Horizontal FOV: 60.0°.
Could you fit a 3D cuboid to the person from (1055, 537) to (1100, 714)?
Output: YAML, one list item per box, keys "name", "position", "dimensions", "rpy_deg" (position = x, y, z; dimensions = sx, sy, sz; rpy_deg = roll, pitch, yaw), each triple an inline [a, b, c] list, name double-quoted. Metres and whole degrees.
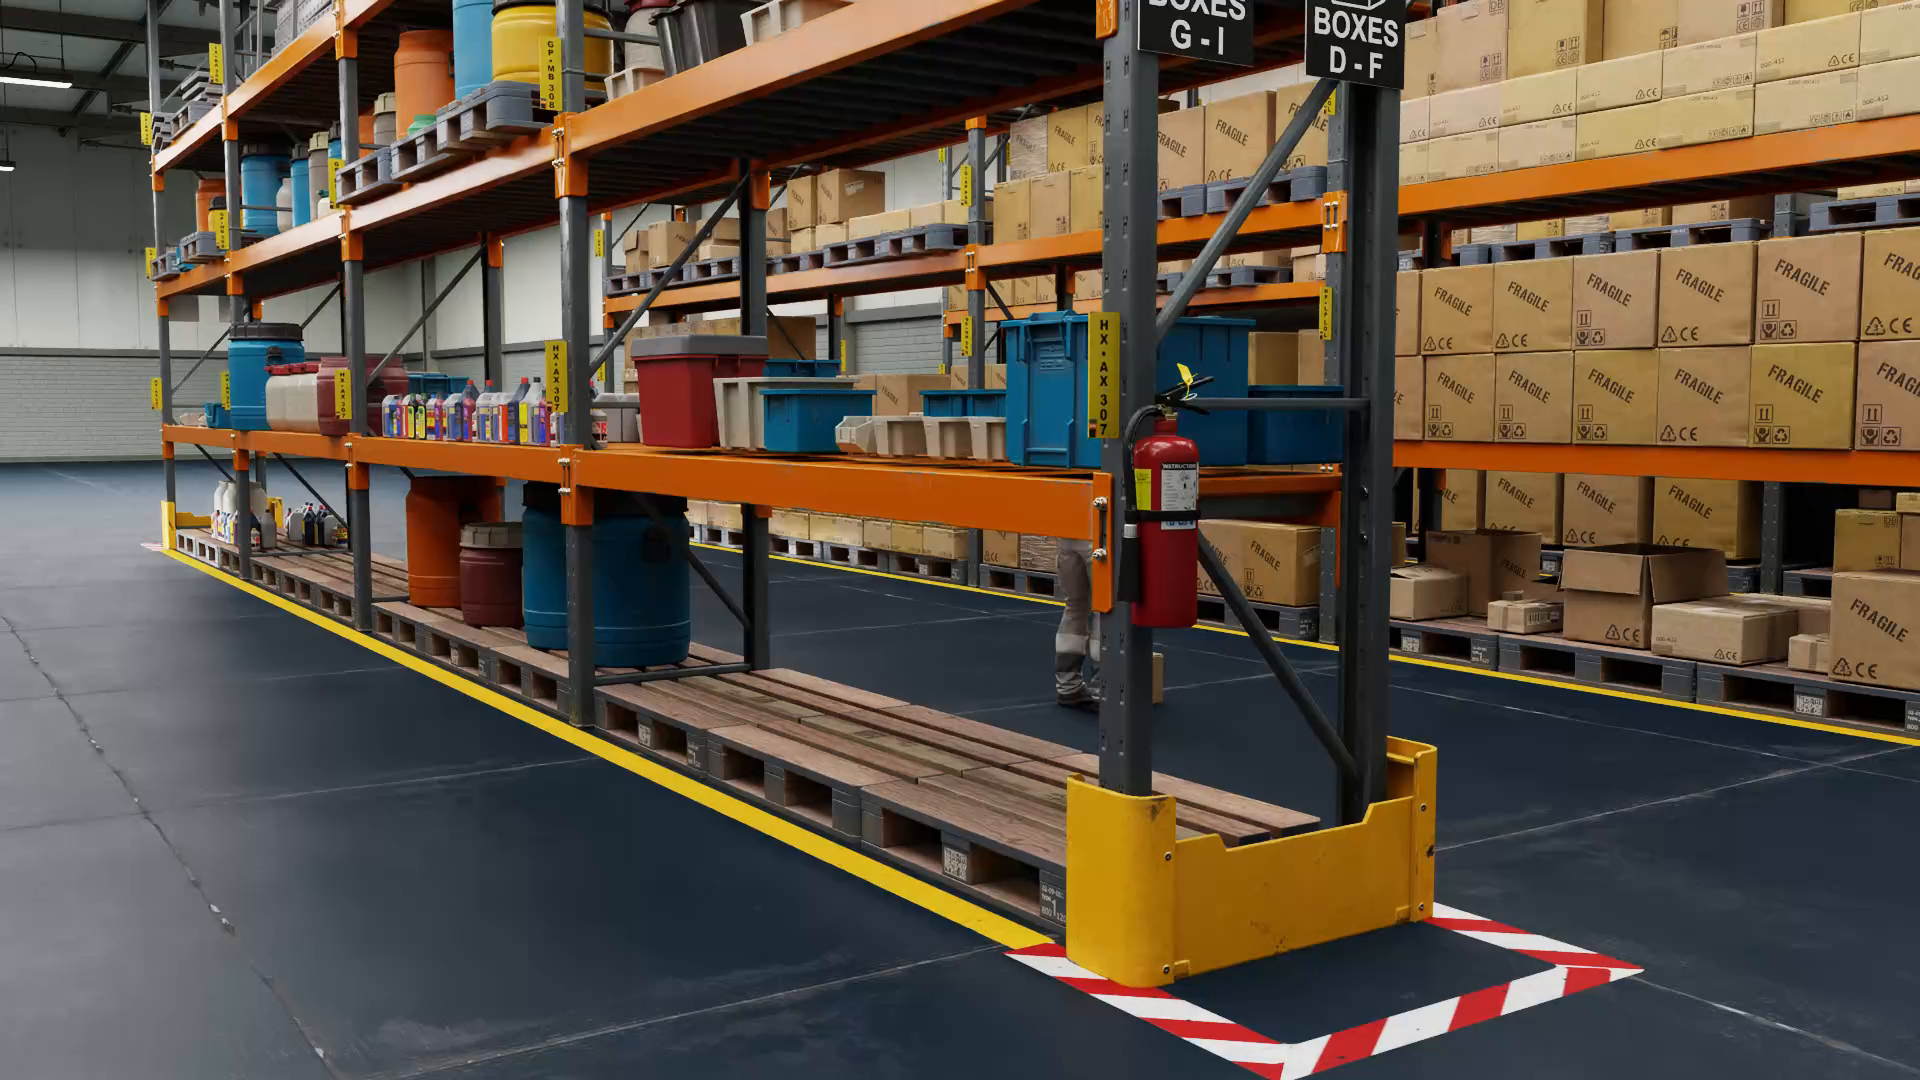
- name: "person"
  position: [0.669, -0.049, 8.277]
  dimensions: [0.449, 1.779, 0.609]
  rpy_deg: [-3, 5, -33]
